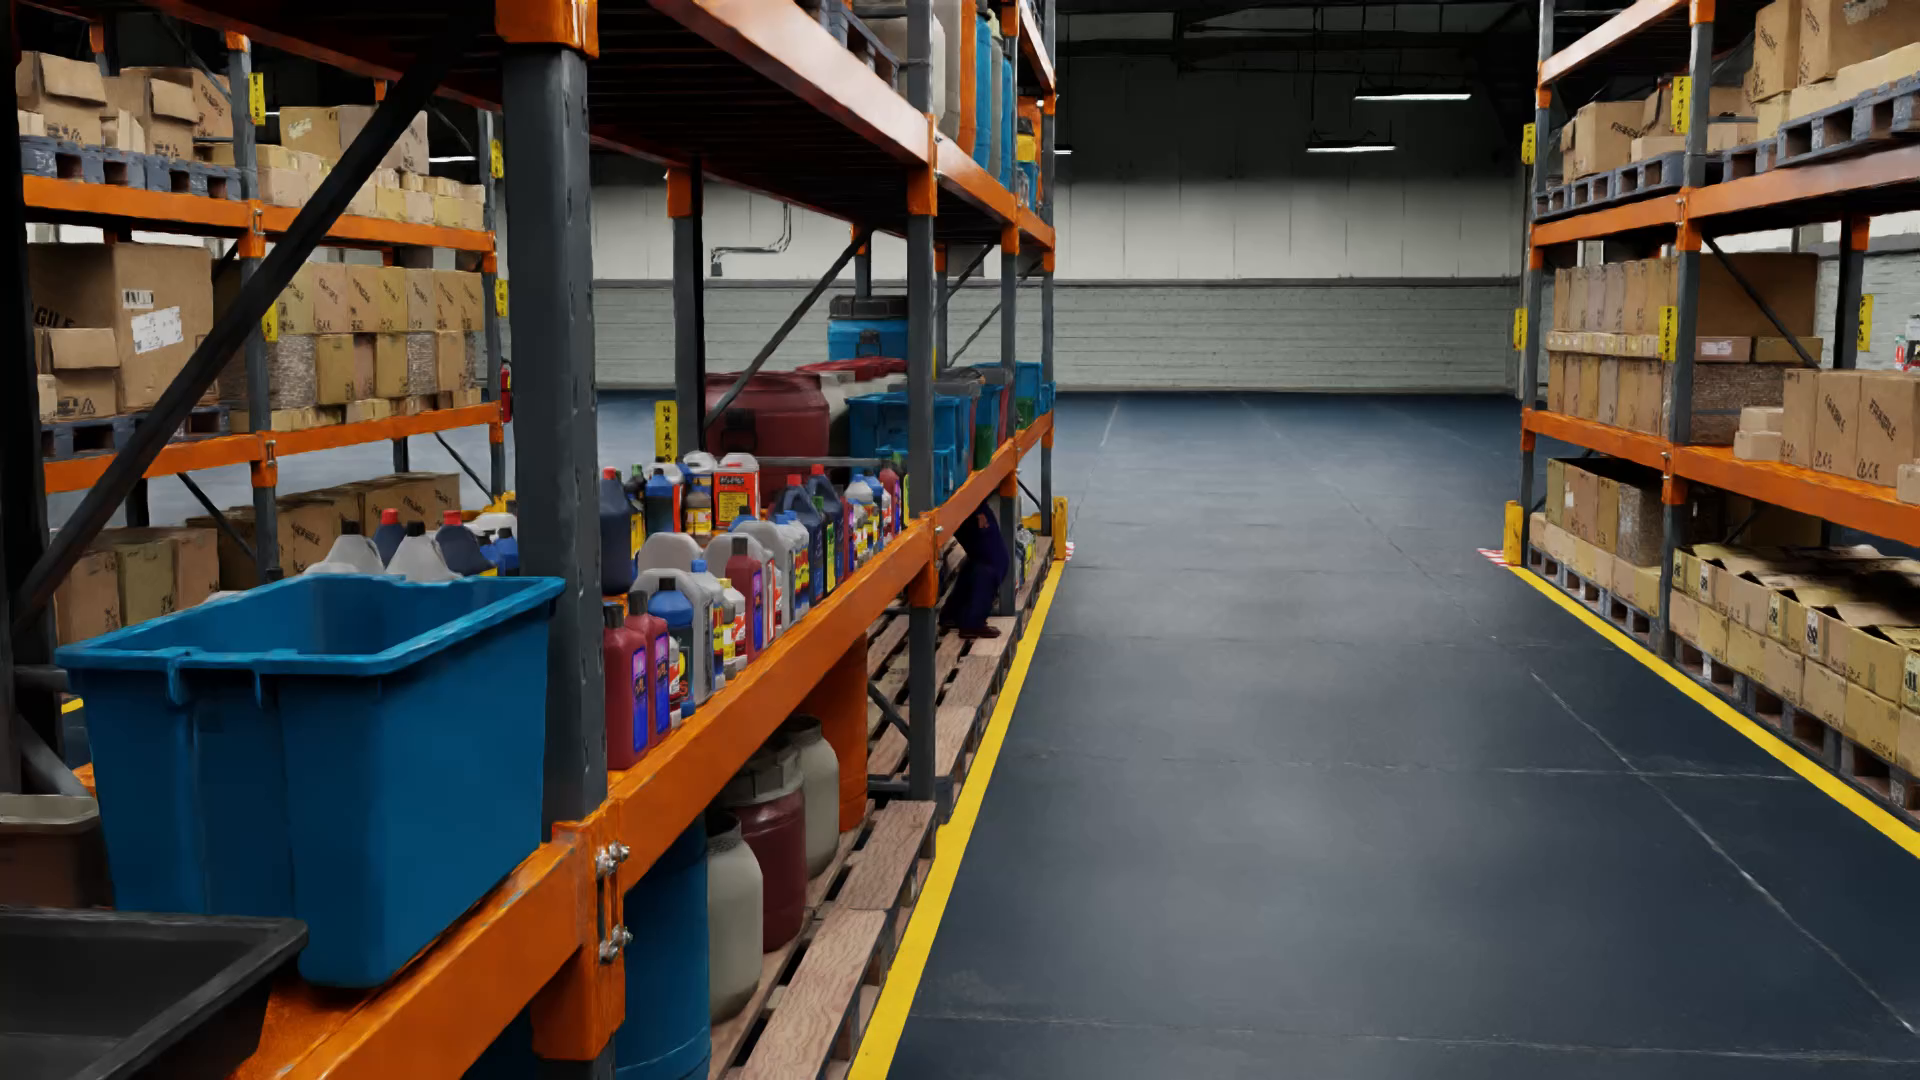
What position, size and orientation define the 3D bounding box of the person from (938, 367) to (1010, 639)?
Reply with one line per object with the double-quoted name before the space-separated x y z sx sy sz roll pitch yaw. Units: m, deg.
"person" 0.066 -0.216 9.753 0.434 1.567 0.503 0 8 -3
